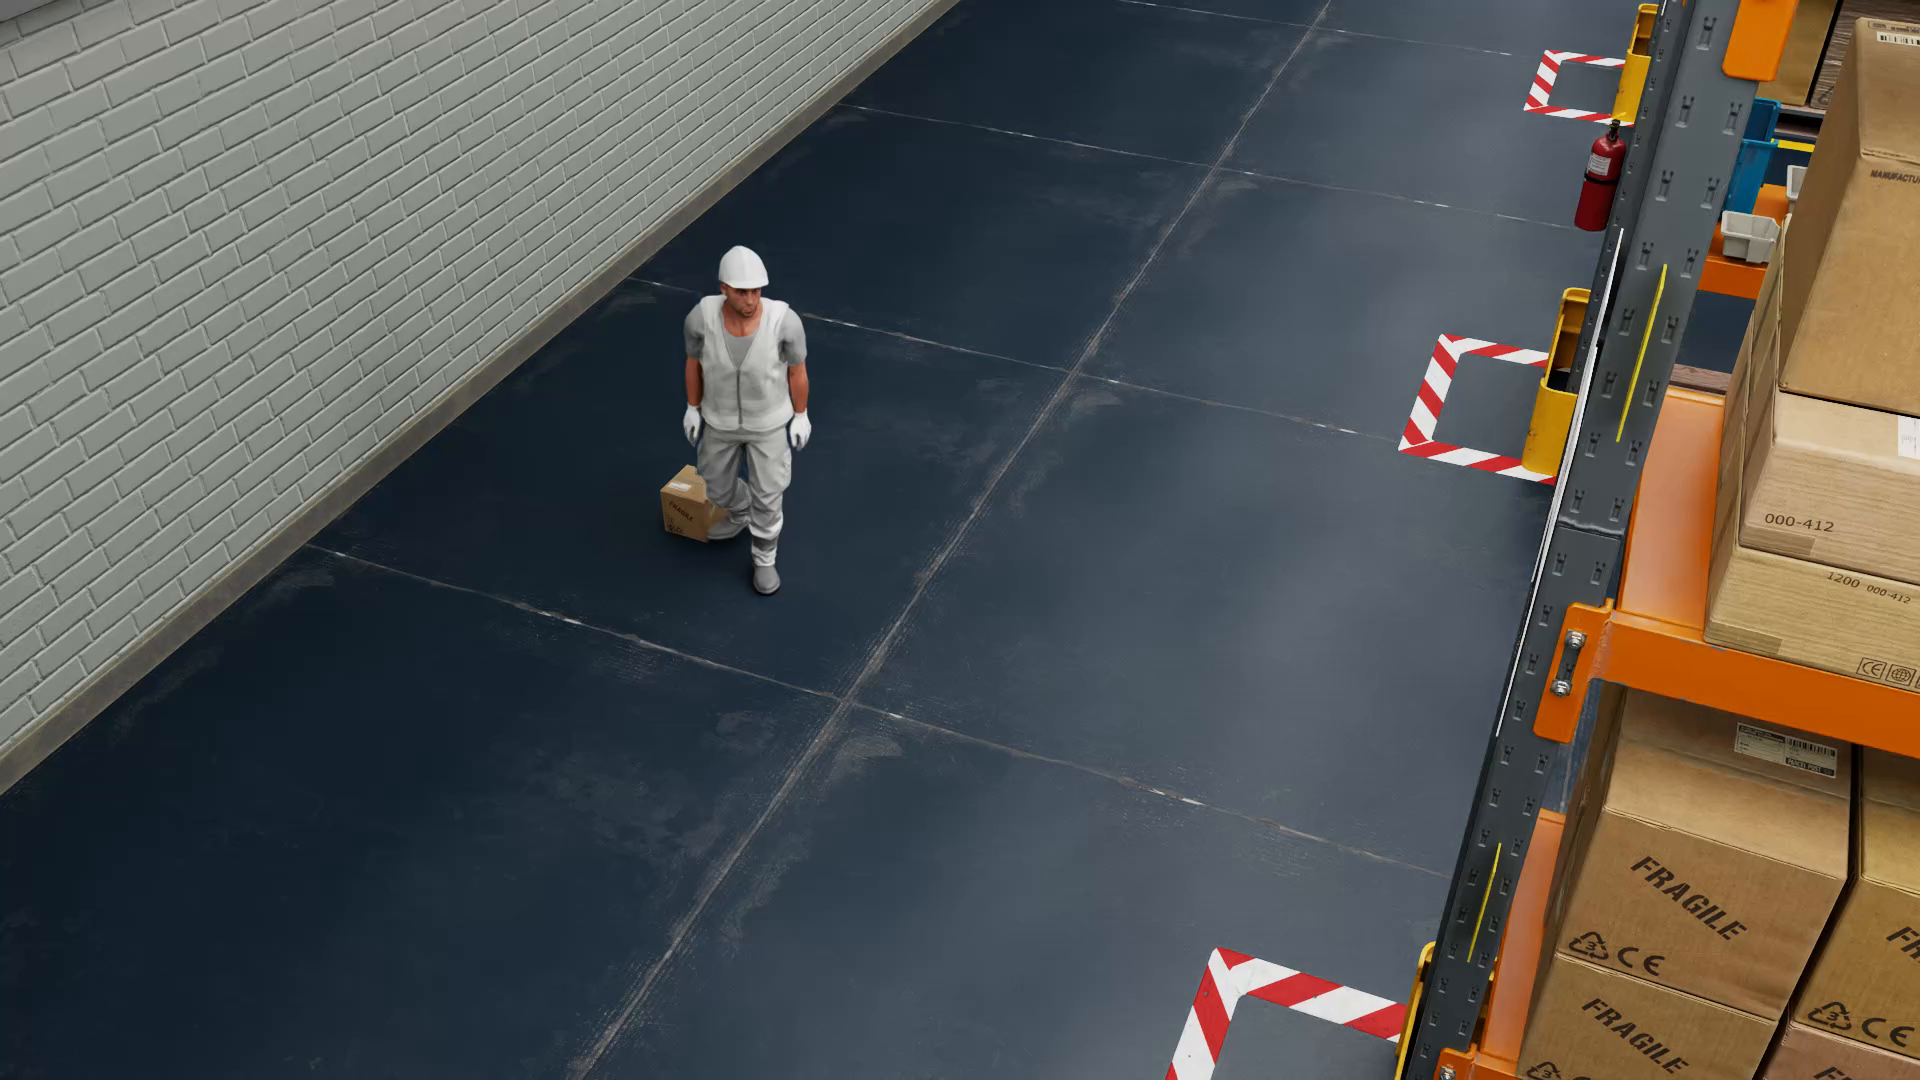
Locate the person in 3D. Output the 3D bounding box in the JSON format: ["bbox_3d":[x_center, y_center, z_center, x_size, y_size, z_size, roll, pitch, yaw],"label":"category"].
[{"bbox_3d":[-0.966,-0.586,7.574,0.585,1.777,0.578,2,37,2],"label":"person"}]
